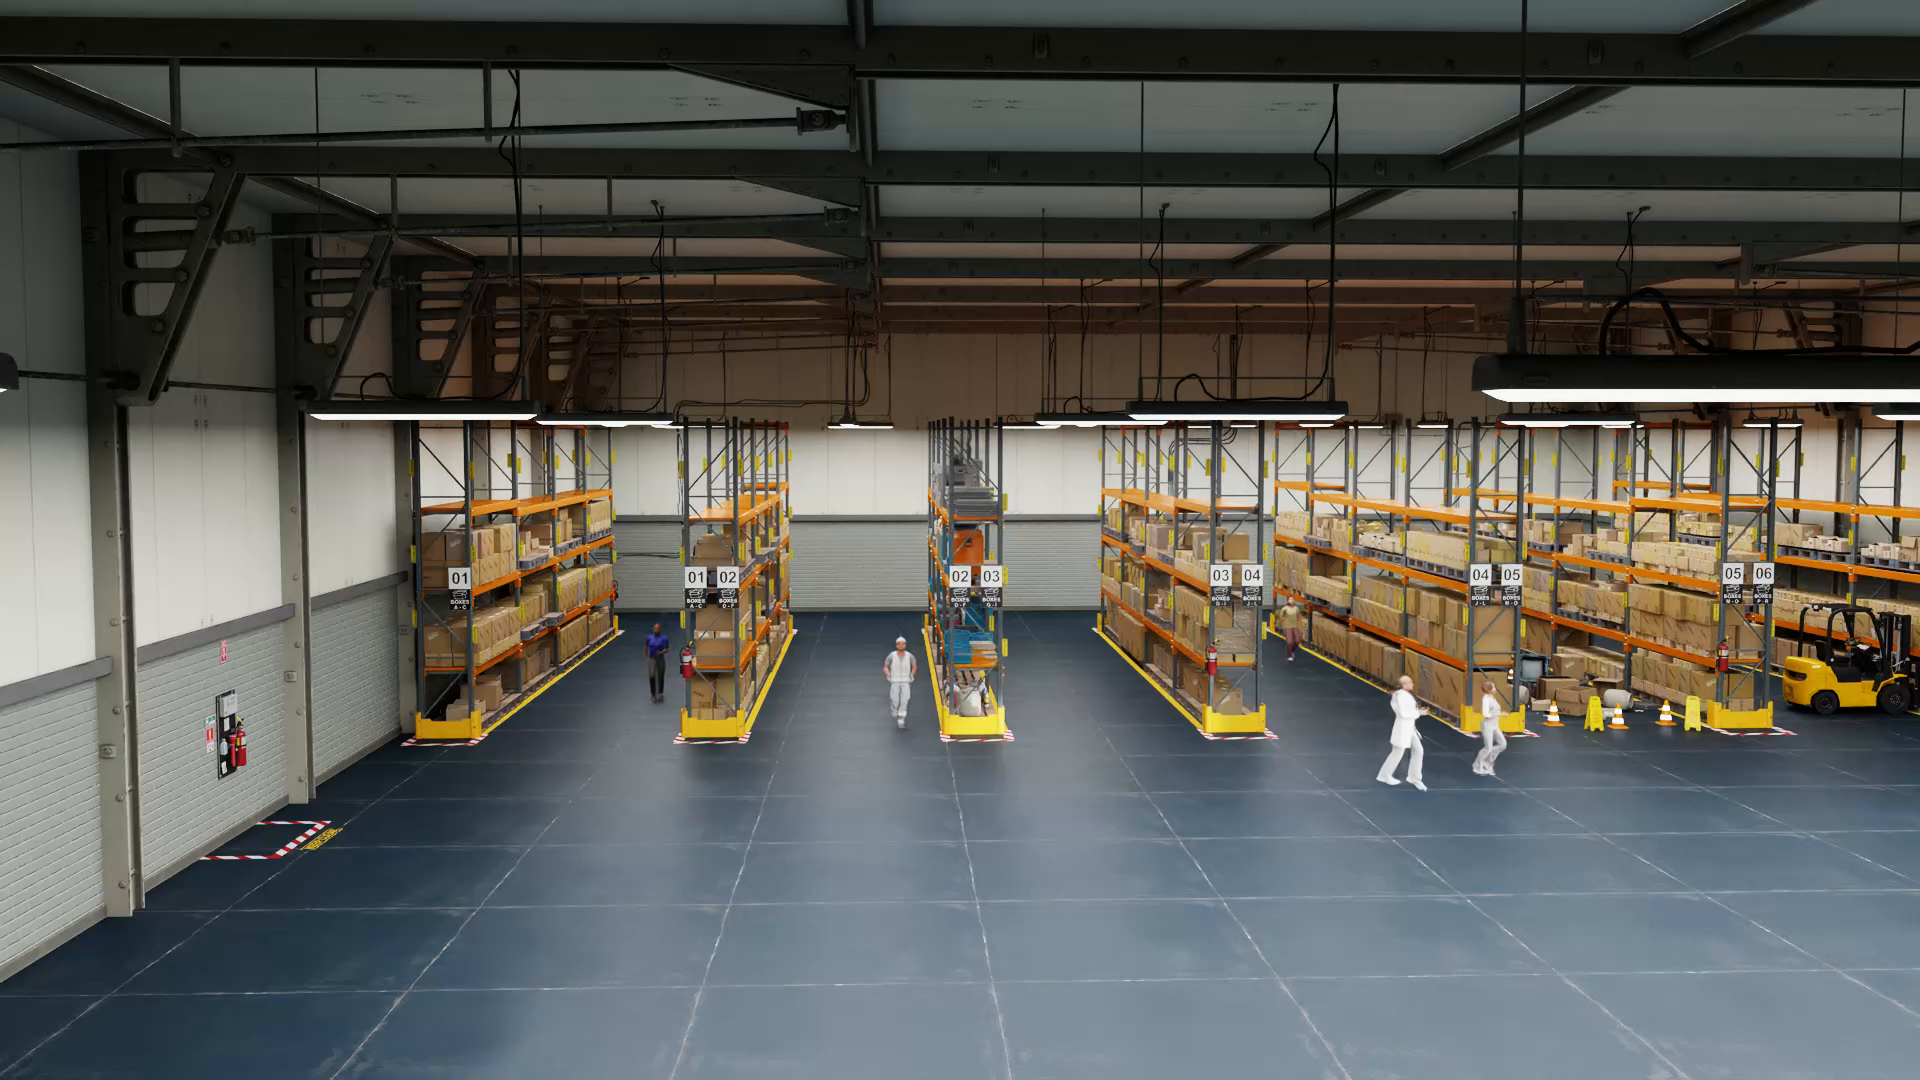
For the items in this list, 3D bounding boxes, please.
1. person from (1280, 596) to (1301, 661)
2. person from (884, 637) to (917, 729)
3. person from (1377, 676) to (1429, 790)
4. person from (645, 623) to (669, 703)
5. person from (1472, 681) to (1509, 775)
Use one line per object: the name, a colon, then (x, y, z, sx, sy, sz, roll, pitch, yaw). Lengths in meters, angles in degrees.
person: (8.259, 2.200, 41.413, 0.571, 1.624, 0.537, 0, 4, -4)
person: (-1.142, 2.755, 32.207, 0.651, 1.736, 0.741, -1, 4, -8)
person: (7.110, 3.092, 26.641, 0.811, 1.837, 0.699, 2, 4, 26)
person: (-6.427, 2.605, 35.249, 0.536, 1.690, 0.801, 0, 4, -7)
person: (8.817, 3.128, 27.561, 0.608, 1.588, 0.516, 3, 5, 36)
